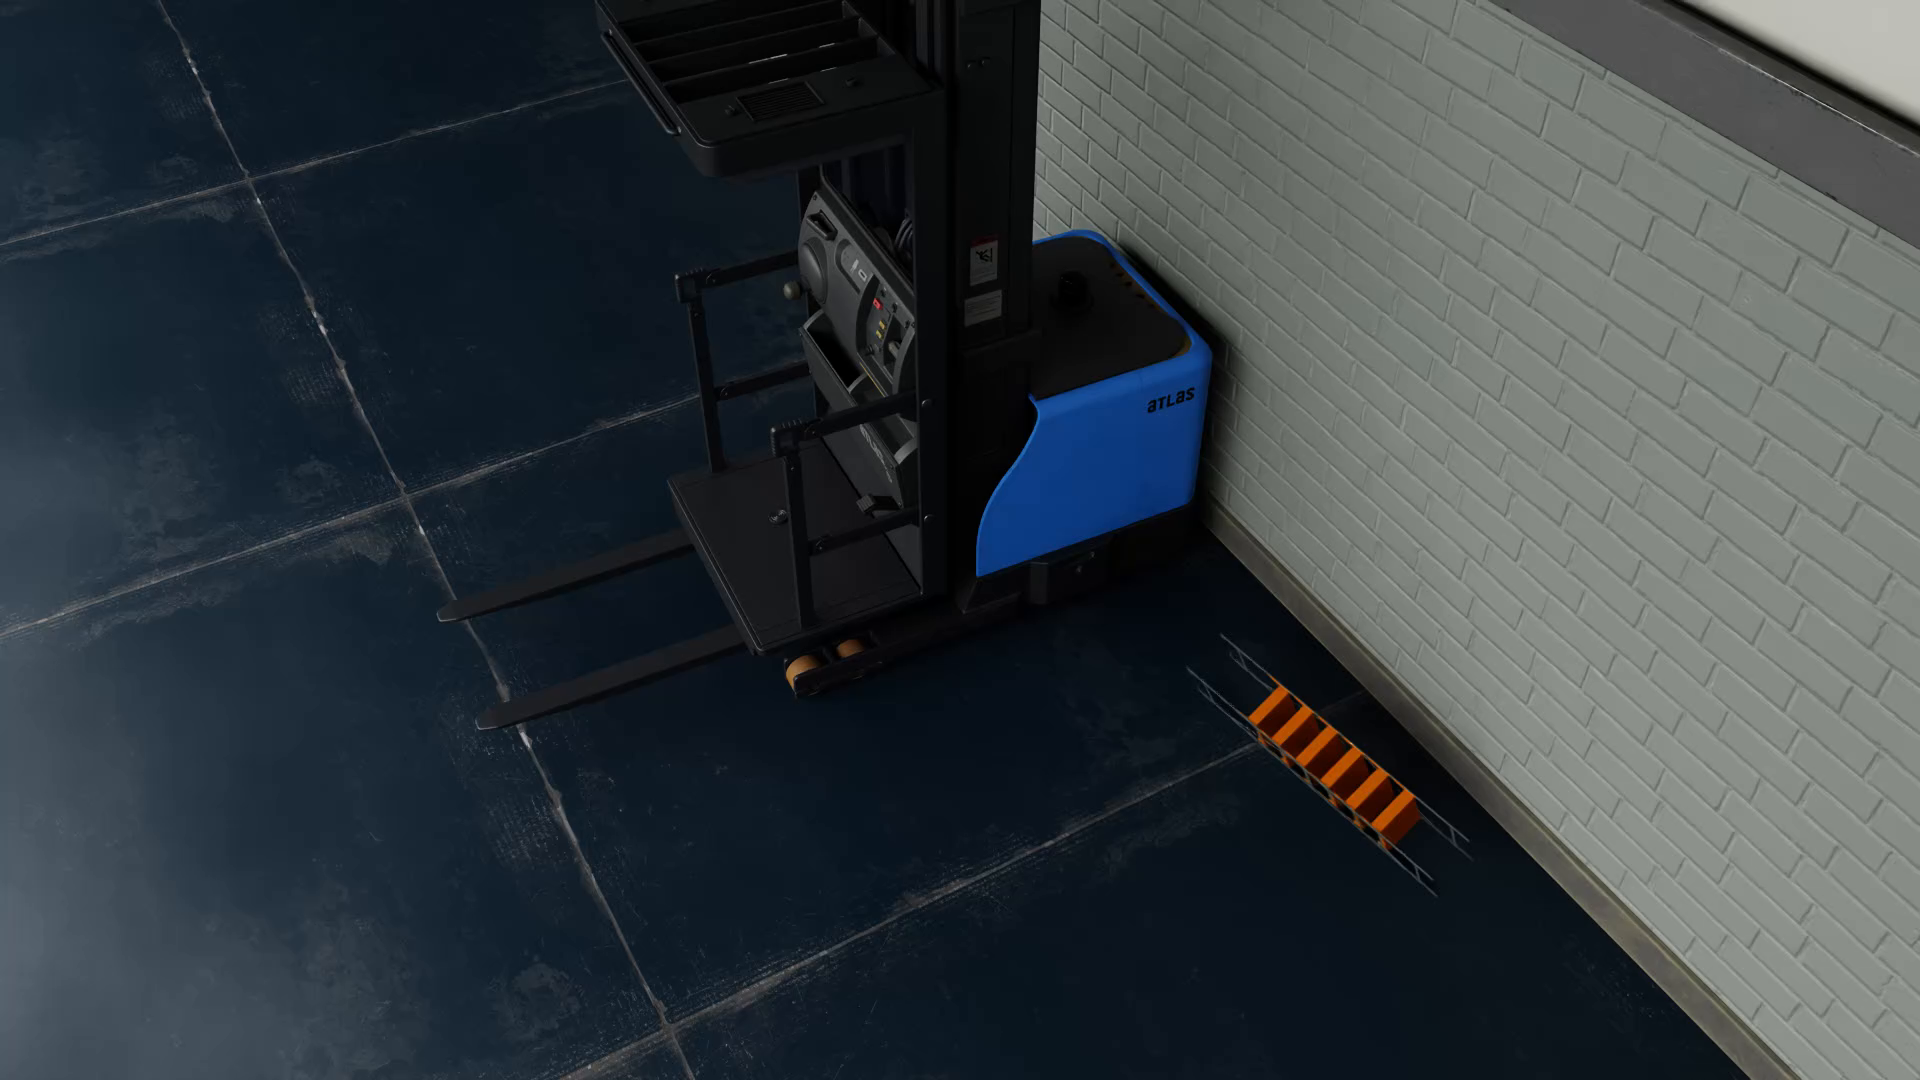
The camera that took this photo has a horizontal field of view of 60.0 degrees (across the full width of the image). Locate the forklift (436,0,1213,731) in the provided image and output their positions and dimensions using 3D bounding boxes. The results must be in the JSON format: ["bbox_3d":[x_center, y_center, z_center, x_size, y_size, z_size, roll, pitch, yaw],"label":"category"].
[{"bbox_3d":[-0.562,-0.861,5.962,3.031,2.935,1.130,-19,47,-18],"label":"forklift"}]

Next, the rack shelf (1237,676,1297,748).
[{"bbox_3d":[1.164,0.652,6.261,0.180,0.258,0.103,-44,57,-6],"label":"rack shelf"}]

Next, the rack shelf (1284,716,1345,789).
[{"bbox_3d":[1.314,0.787,6.131,0.180,0.258,0.103,-44,57,-6],"label":"rack shelf"}]

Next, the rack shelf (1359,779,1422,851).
[{"bbox_3d":[1.540,0.989,5.935,0.180,0.258,0.103,-44,57,-6],"label":"rack shelf"}]

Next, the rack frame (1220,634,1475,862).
[{"bbox_3d":[1.407,0.748,6.116,0.006,0.240,1.200,-44,57,-6],"label":"rack frame"}]

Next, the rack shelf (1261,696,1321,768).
[{"bbox_3d":[1.239,0.720,6.196,0.180,0.258,0.103,-44,57,-6],"label":"rack shelf"}]

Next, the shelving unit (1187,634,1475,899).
[{"bbox_3d":[1.342,0.812,6.107,0.189,0.258,1.200,-44,57,-6],"label":"shelving unit"}]

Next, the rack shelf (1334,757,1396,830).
[{"bbox_3d":[1.465,0.921,6.001,0.180,0.258,0.103,-44,57,-6],"label":"rack shelf"}]

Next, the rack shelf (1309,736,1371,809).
[{"bbox_3d":[1.390,0.854,6.066,0.180,0.258,0.103,-44,57,-6],"label":"rack shelf"}]

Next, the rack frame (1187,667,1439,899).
[{"bbox_3d":[1.277,0.875,6.097,0.006,0.240,1.200,-44,57,-6],"label":"rack frame"}]
